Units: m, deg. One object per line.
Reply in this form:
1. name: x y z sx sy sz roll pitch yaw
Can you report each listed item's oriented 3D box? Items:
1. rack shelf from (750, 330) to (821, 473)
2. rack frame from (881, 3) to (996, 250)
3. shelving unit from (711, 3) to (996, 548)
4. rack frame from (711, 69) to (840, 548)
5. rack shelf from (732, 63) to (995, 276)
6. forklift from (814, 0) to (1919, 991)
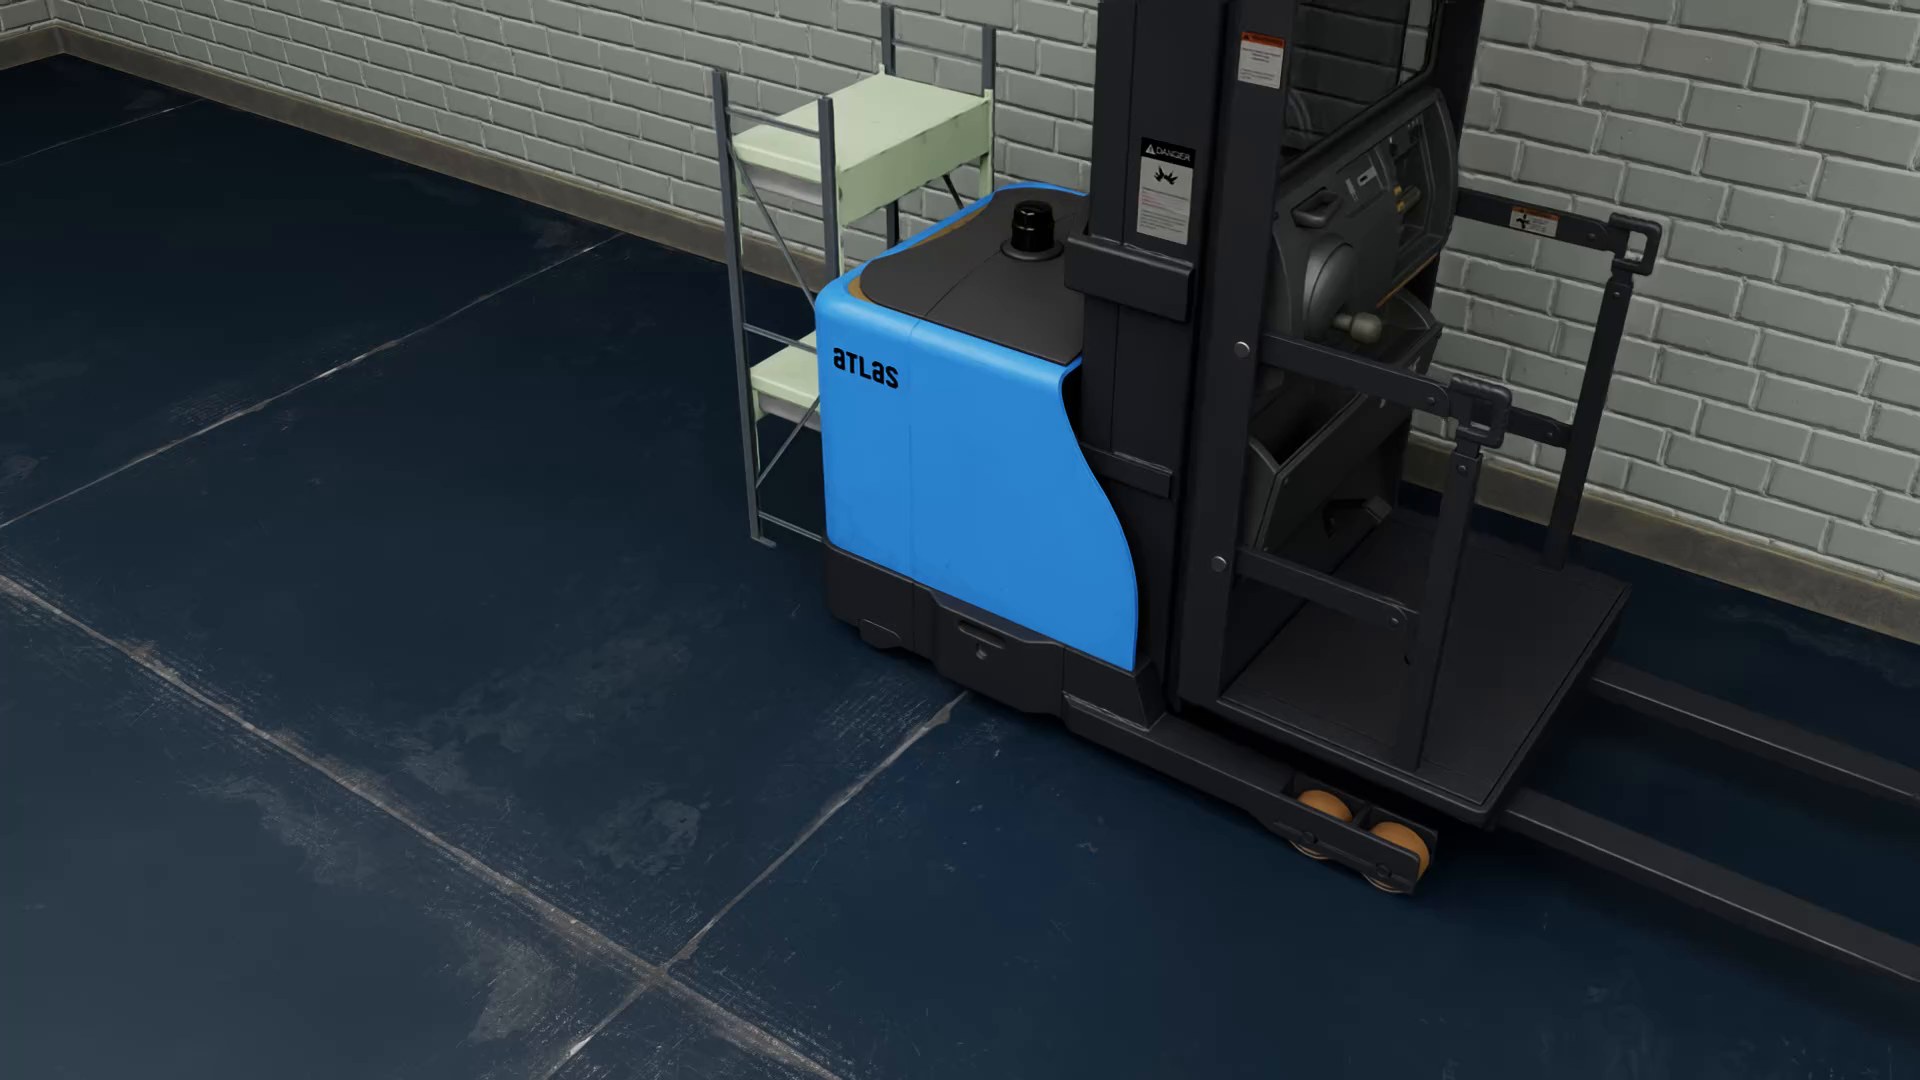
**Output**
1. rack shelf: -0.279 -0.461 5.174 0.431 0.370 0.720 22 40 29
2. rack frame: -0.066 -0.898 5.238 0.400 1.500 0.023 22 40 29
3. shelving unit: -0.279 -0.731 4.992 0.431 1.500 0.755 22 40 29
4. rack frame: -0.492 -0.564 4.745 0.400 1.500 0.023 22 40 29
5. rack shelf: -0.279 -1.054 4.773 0.431 0.370 0.720 22 40 29
6. forklift: 1.100 -0.708 3.680 3.031 2.935 1.130 22 40 29
